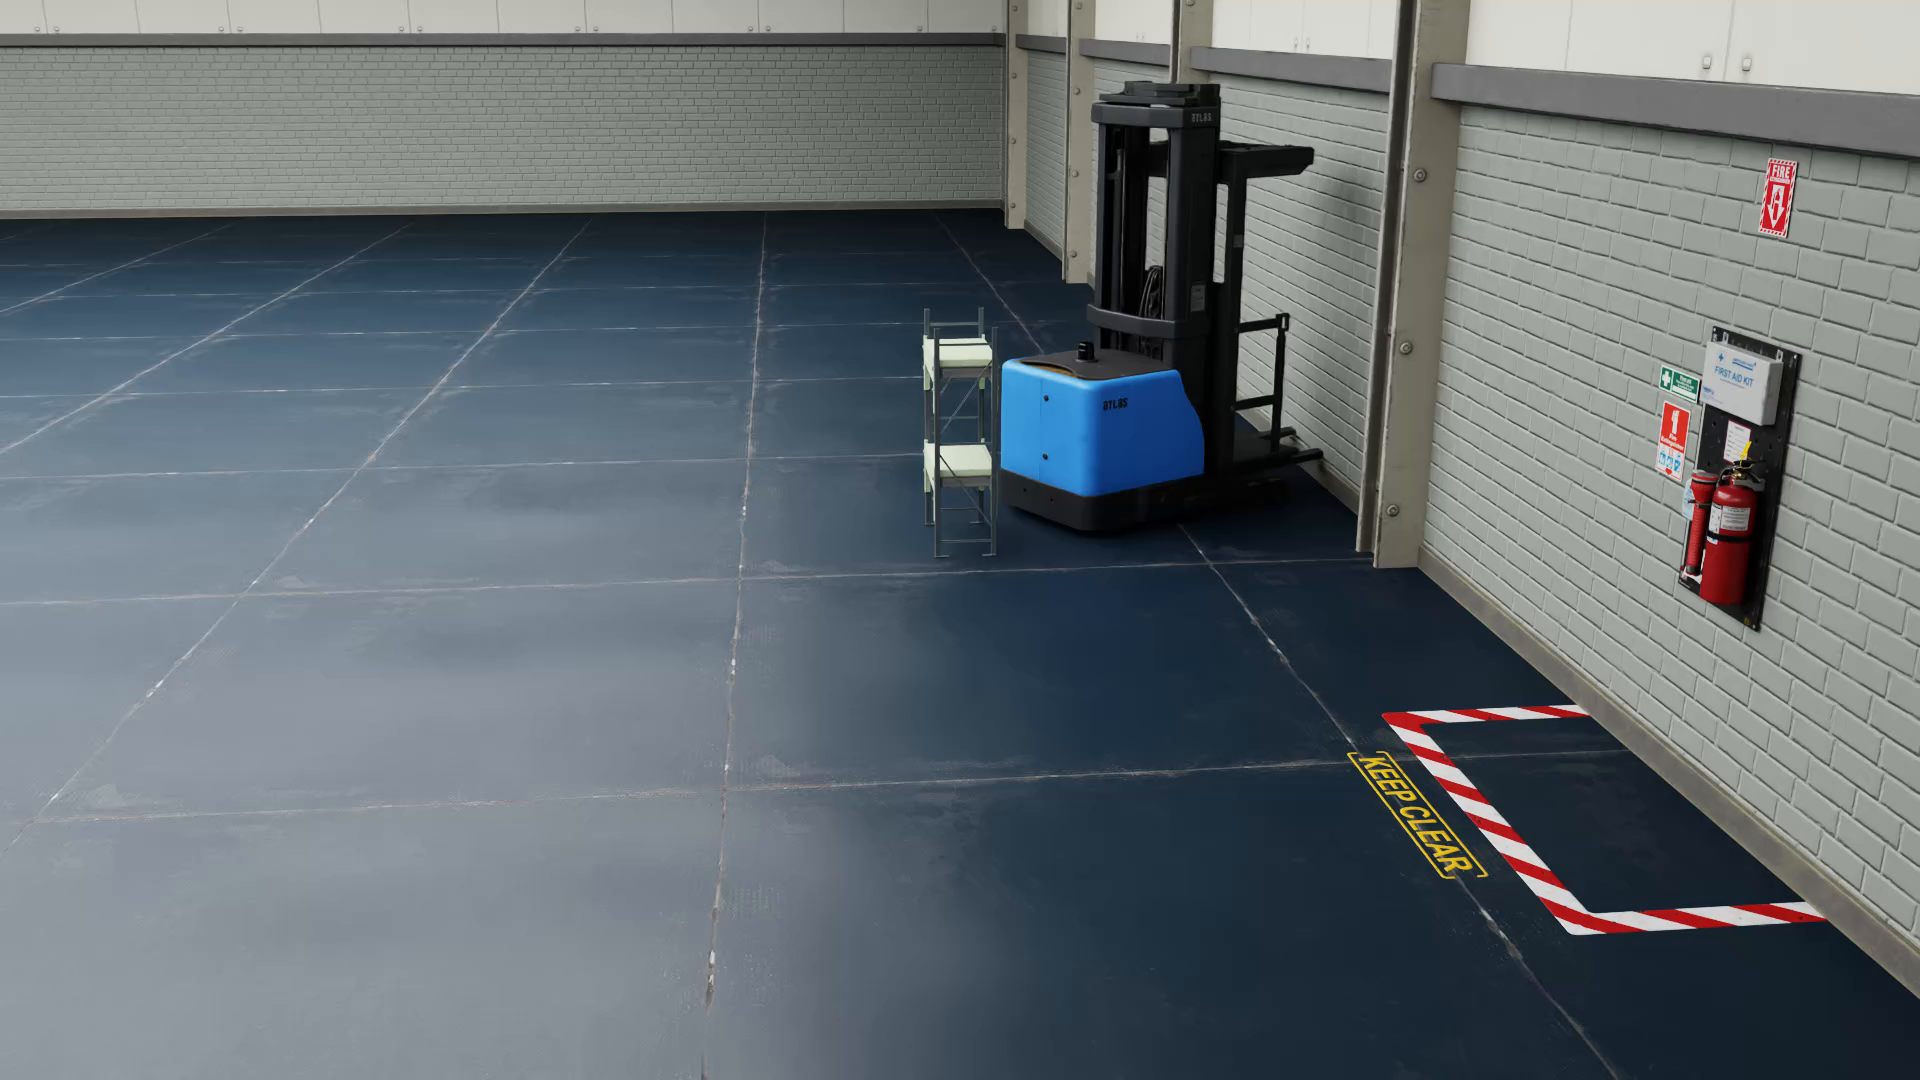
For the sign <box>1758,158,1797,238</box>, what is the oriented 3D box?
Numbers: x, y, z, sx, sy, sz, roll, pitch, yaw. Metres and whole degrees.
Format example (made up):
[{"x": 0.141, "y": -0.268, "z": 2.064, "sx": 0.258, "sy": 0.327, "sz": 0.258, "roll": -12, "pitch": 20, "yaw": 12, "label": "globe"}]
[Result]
[{"x": 3.285, "y": -1.376, "z": 6.683, "sx": 0.001, "sy": 0.298, "sz": 0.199, "roll": -2, "pitch": 18, "yaw": -6, "label": "sign"}]

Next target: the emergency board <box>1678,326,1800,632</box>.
[{"x": 3.187, "y": -0.265, "z": 7.013, "sx": 0.194, "sy": 1.169, "sz": 0.643, "roll": -2, "pitch": 18, "yaw": -6, "label": "emergency board"}]

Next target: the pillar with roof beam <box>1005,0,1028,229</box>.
[{"x": -3.354, "y": -9.407, "z": 26.118, "sx": 9.100, "sy": 9.000, "sz": 0.400, "roll": -2, "pitch": 18, "yaw": -6, "label": "pillar with roof beam"}]

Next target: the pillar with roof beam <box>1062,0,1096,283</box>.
[{"x": -2.735, "y": -7.620, "z": 20.424, "sx": 9.100, "sy": 9.000, "sz": 0.400, "roll": -2, "pitch": 18, "yaw": -6, "label": "pillar with roof beam"}]

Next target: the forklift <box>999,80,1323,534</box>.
[{"x": 1.770, "y": -1.767, "z": 11.913, "sx": 3.031, "sy": 2.935, "sz": 1.130, "roll": -12, "pitch": 21, "yaw": -34, "label": "forklift"}]

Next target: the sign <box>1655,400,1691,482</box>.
[{"x": 3.232, "y": -0.450, "z": 7.543, "sx": 0.001, "sy": 0.329, "sz": 0.234, "roll": -2, "pitch": 18, "yaw": -6, "label": "sign"}]

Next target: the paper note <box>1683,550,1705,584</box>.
[{"x": 3.237, "y": 0.101, "z": 7.320, "sx": 0.016, "sy": 0.148, "sz": 0.142, "roll": -2, "pitch": 18, "yaw": -6, "label": "paper note"}]

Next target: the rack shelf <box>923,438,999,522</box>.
[{"x": -0.001, "y": -0.407, "z": 11.056, "sx": 0.431, "sy": 0.370, "sz": 0.720, "roll": -2, "pitch": 18, "yaw": -6, "label": "rack shelf"}]

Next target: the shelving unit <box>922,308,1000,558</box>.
[{"x": -0.001, "y": -0.718, "z": 10.959, "sx": 0.431, "sy": 1.500, "sz": 0.755, "roll": -2, "pitch": 18, "yaw": -6, "label": "shelving unit"}]

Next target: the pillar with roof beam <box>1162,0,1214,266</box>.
[{"x": -2.116, "y": -5.832, "z": 14.730, "sx": 9.100, "sy": 9.000, "sz": 0.400, "roll": -2, "pitch": 18, "yaw": -6, "label": "pillar with roof beam"}]

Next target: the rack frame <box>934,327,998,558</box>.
[{"x": 0.037, "y": -0.609, "z": 10.611, "sx": 0.400, "sy": 1.500, "sz": 0.023, "roll": -2, "pitch": 18, "yaw": -6, "label": "rack frame"}]

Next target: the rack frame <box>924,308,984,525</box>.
[{"x": -0.038, "y": -0.827, "z": 11.306, "sx": 0.400, "sy": 1.500, "sz": 0.023, "roll": -2, "pitch": 18, "yaw": -6, "label": "rack frame"}]

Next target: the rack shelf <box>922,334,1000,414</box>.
[{"x": -0.001, "y": -1.090, "z": 10.842, "sx": 0.431, "sy": 0.370, "sz": 0.720, "roll": -2, "pitch": 18, "yaw": -6, "label": "rack shelf"}]

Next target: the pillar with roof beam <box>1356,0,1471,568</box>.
[{"x": -1.497, "y": -4.044, "z": 9.036, "sx": 9.100, "sy": 9.000, "sz": 0.400, "roll": -2, "pitch": 18, "yaw": -6, "label": "pillar with roof beam"}]

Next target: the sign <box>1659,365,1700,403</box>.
[{"x": 3.224, "y": -0.701, "z": 7.458, "sx": 0.001, "sy": 0.109, "sz": 0.331, "roll": -2, "pitch": 18, "yaw": -6, "label": "sign"}]
